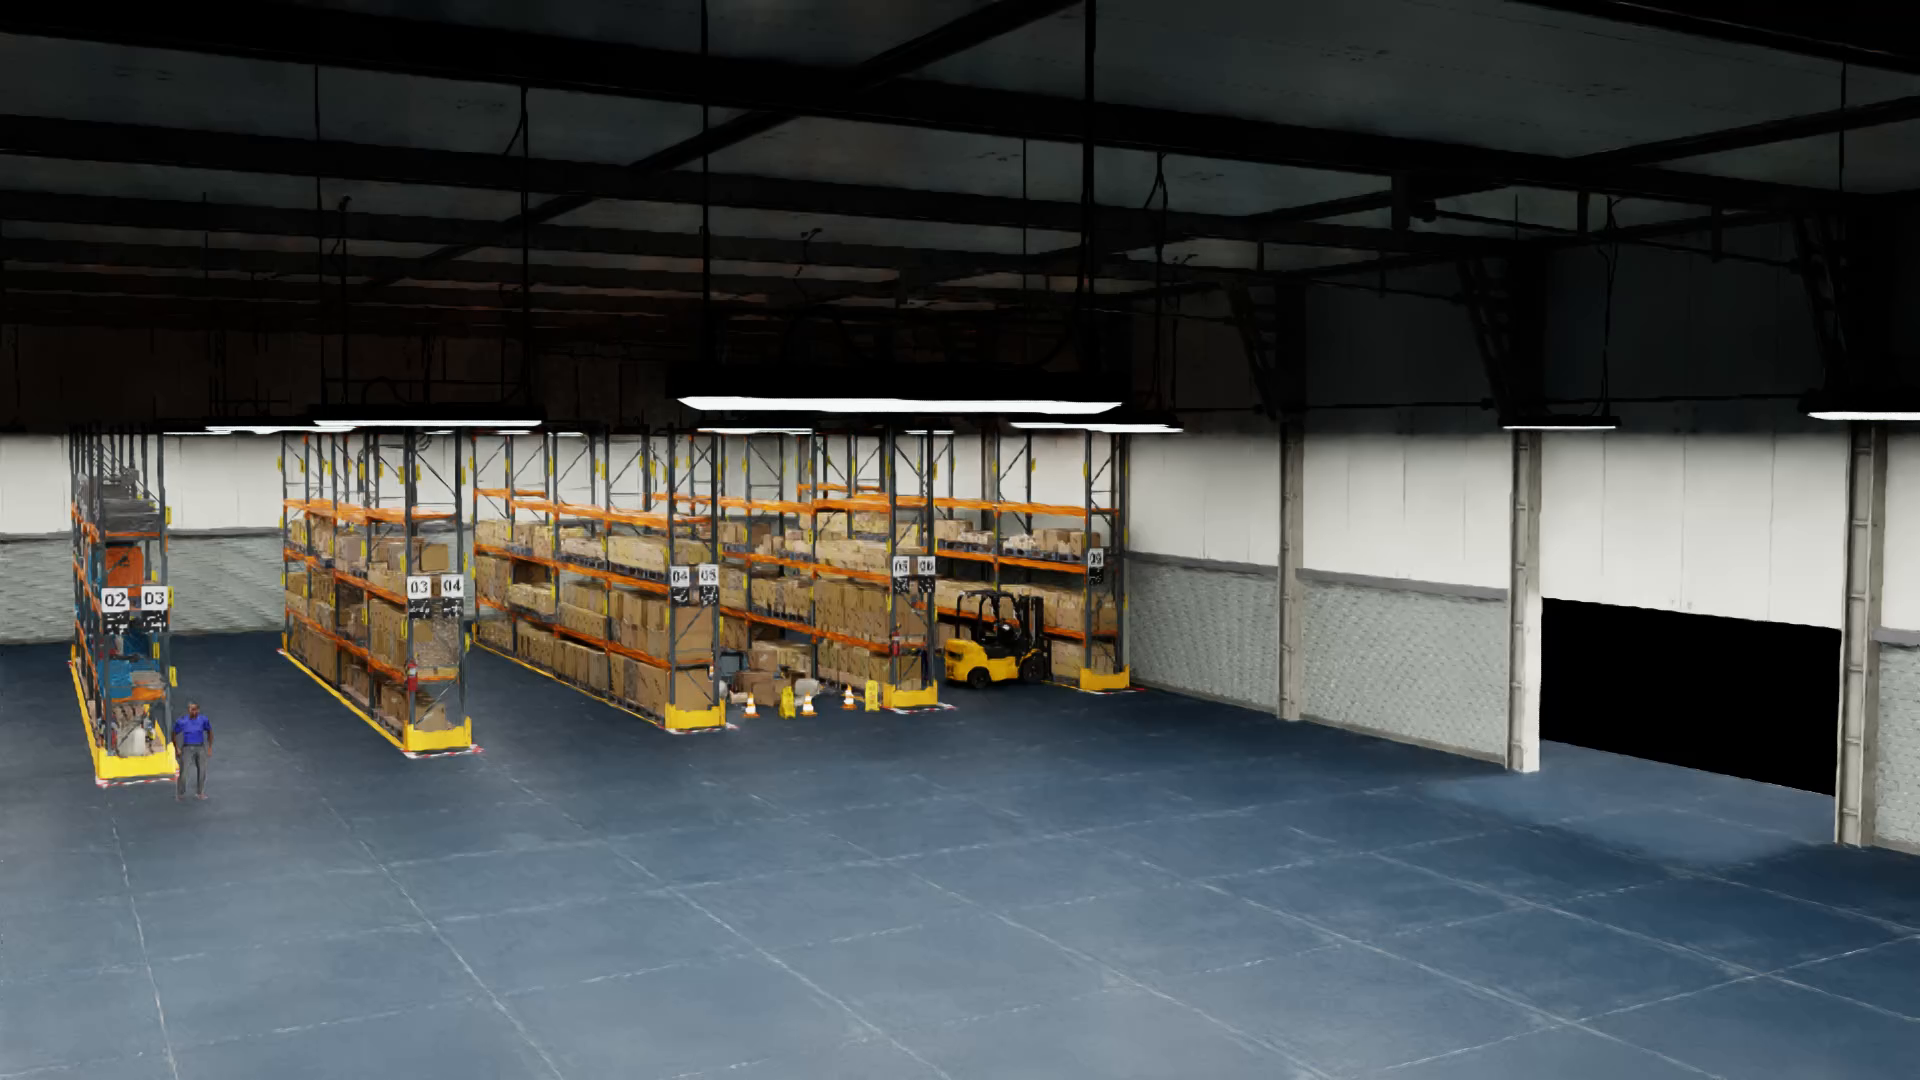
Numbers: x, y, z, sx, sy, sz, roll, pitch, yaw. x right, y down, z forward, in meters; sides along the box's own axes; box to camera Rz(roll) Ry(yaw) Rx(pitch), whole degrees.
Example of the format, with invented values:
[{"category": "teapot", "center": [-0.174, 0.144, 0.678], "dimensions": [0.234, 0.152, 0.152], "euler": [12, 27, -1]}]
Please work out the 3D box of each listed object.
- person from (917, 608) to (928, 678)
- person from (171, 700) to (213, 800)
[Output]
[{"category": "person", "center": [-0.911, 2.452, 39.655], "dimensions": [0.513, 1.636, 0.567], "euler": [0, 4, -5]}, {"category": "person", "center": [-12.097, 3.307, 26.213], "dimensions": [0.592, 1.604, 0.518], "euler": [-2, 4, -32]}]
